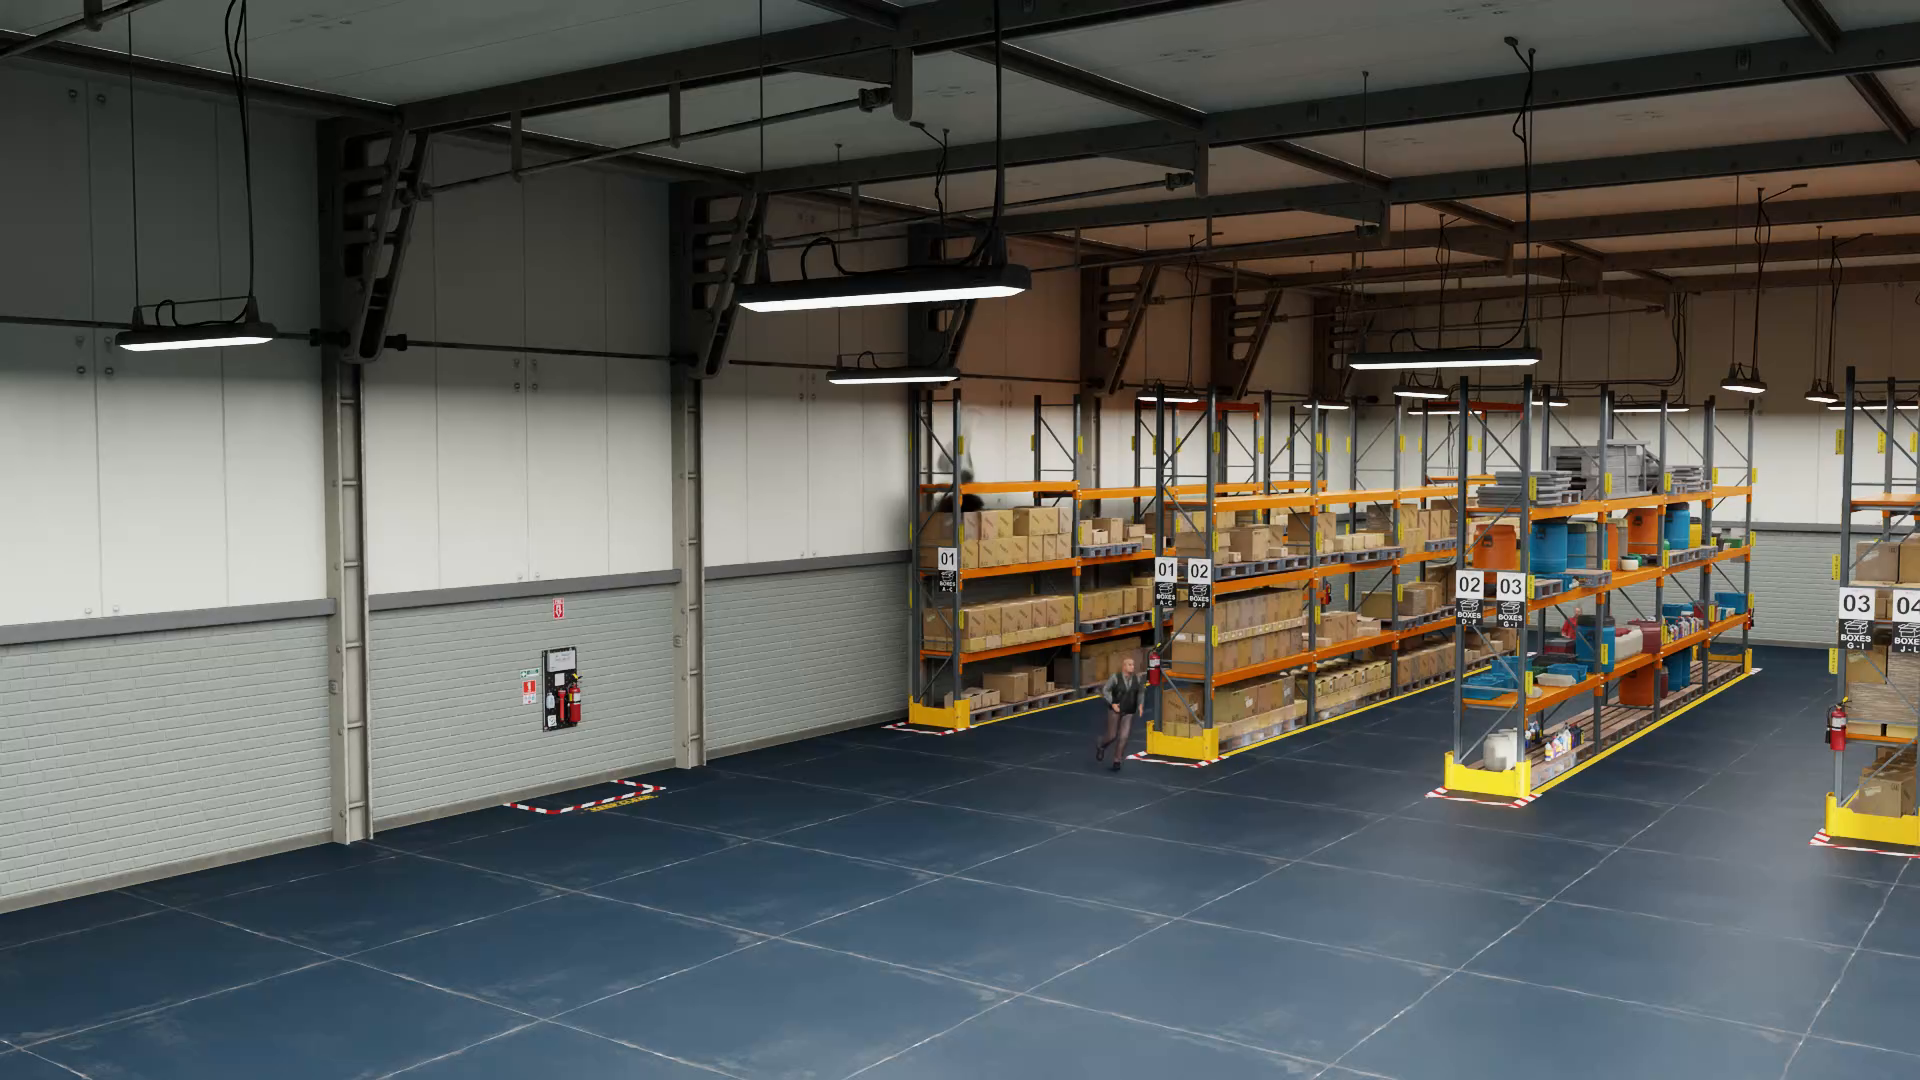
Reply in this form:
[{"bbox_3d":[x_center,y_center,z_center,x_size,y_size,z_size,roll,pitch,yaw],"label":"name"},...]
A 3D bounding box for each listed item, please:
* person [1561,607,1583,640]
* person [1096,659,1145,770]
[{"bbox_3d":[12.671,2.213,34.119,0.674,1.681,0.782,2,4,31],"label":"person"},{"bbox_3d":[2.548,2.685,25.887,0.737,1.689,0.778,-1,3,-12],"label":"person"}]
